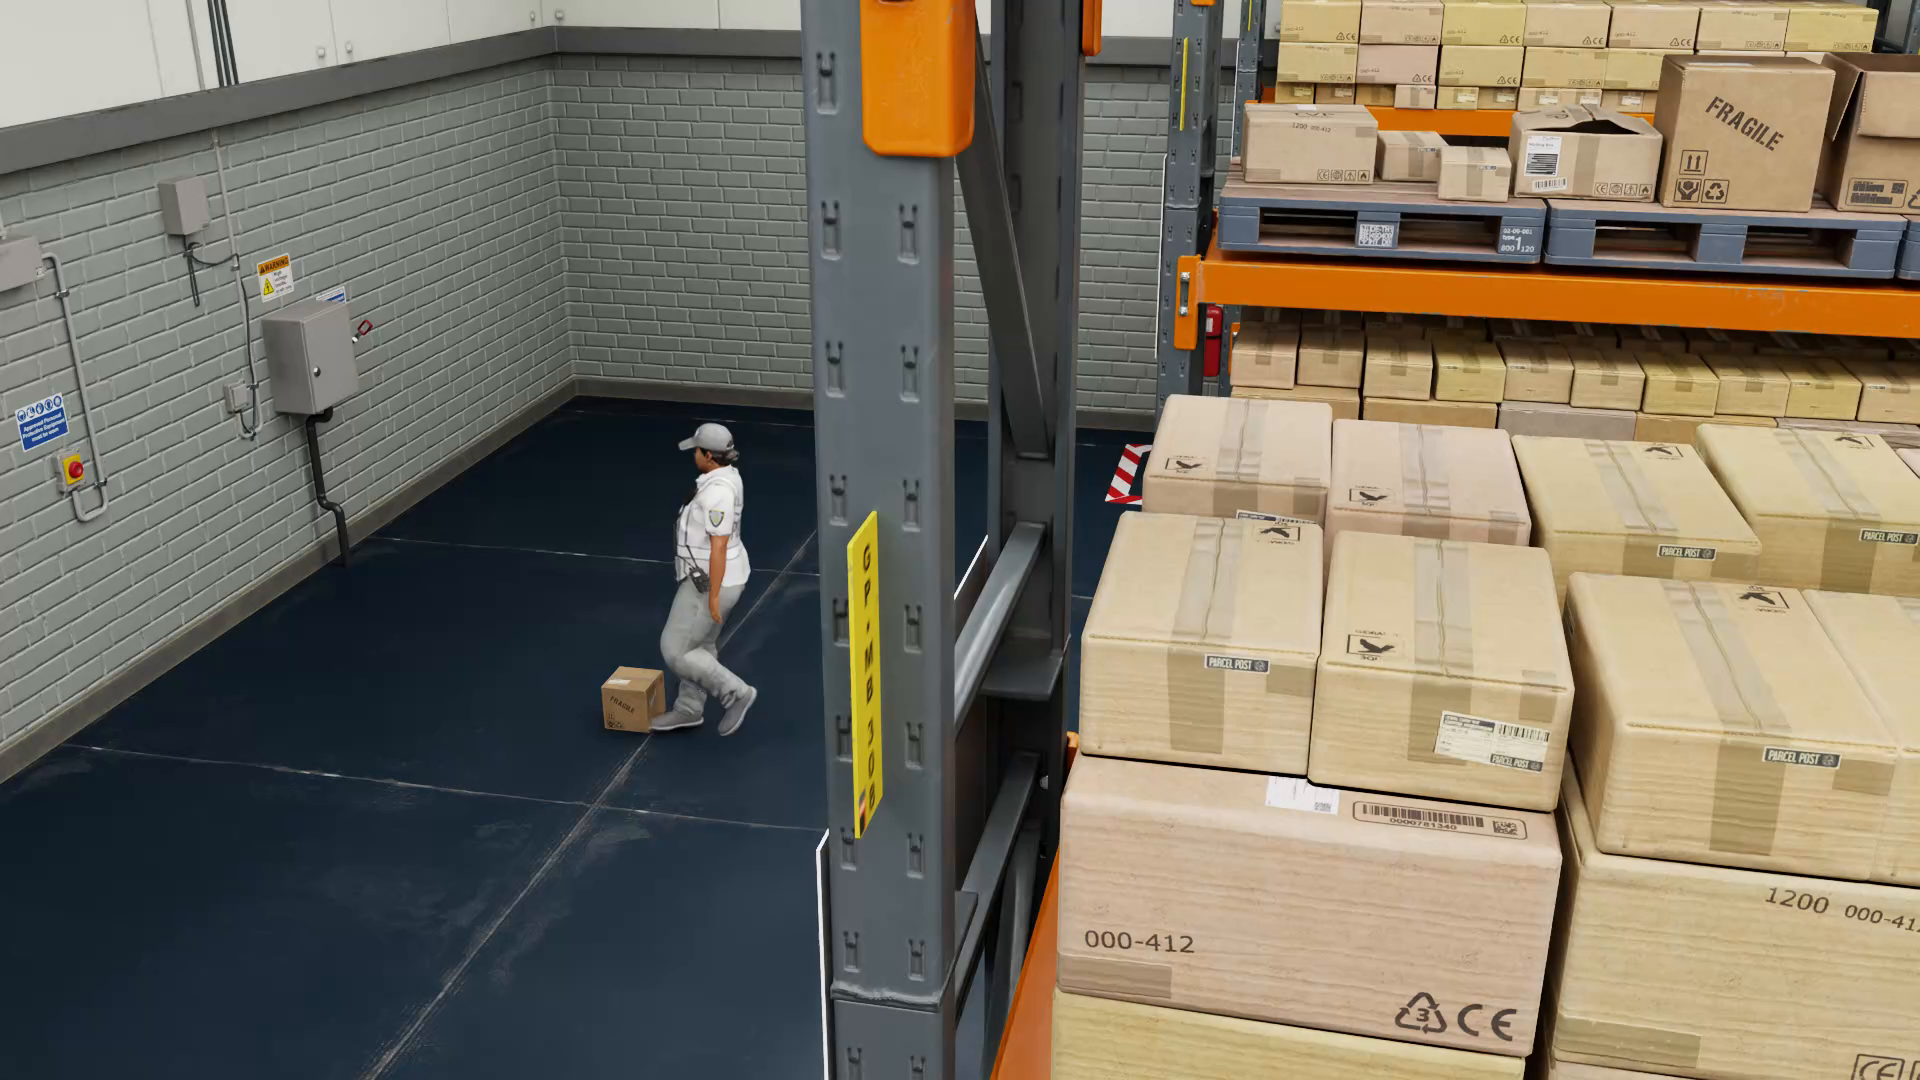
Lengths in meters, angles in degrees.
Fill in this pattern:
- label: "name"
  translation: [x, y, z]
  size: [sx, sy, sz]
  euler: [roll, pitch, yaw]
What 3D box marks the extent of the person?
- label: "person"
  translation: [-1.361, 0.221, 8.512]
  size: [0.598, 1.658, 0.556]
  euler: [0, 22, 0]
